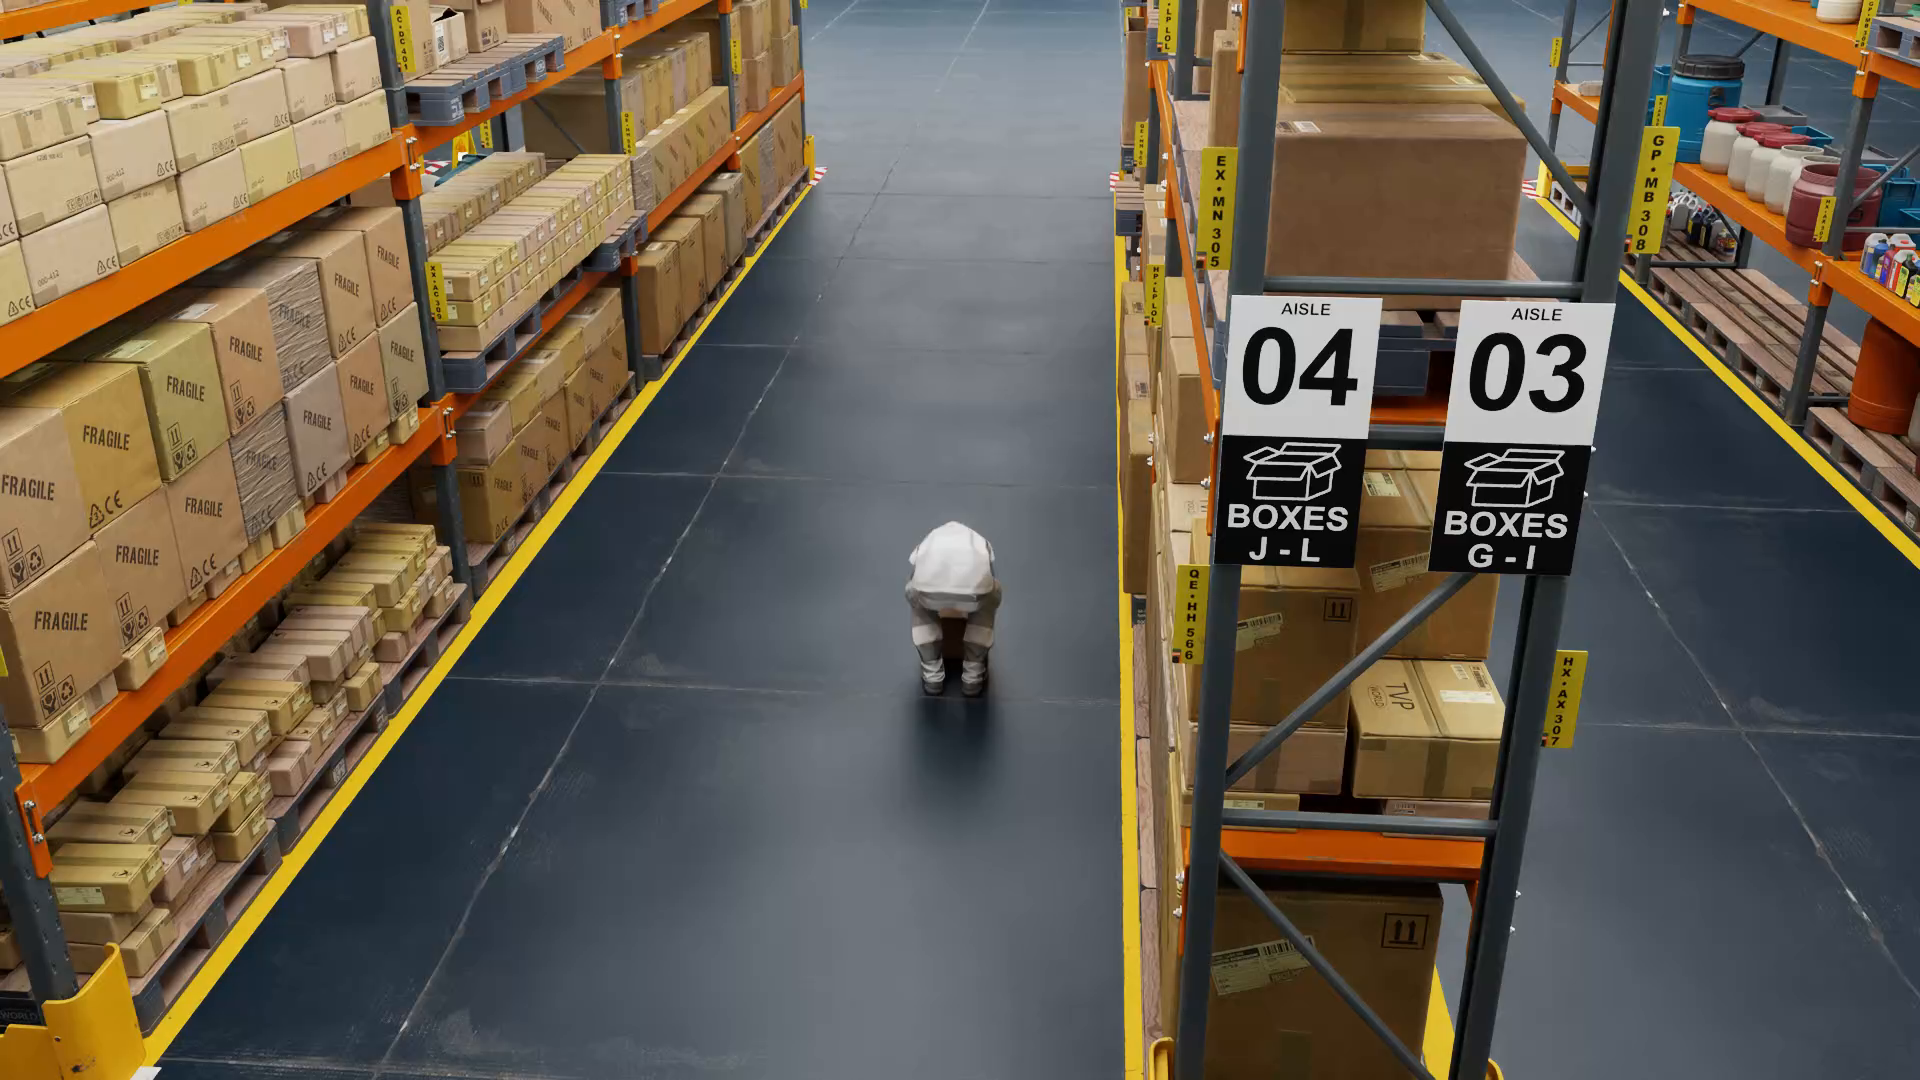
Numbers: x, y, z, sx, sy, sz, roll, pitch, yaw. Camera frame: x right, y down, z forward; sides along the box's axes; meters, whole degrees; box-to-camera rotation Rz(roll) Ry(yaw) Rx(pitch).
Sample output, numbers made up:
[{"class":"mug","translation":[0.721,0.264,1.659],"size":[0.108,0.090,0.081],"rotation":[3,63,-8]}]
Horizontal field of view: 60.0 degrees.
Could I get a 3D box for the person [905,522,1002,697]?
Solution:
[{"class":"person","translation":[-0.034,0.321,8.936],"size":[0.521,0.925,0.954],"rotation":[1,24,2]}]
